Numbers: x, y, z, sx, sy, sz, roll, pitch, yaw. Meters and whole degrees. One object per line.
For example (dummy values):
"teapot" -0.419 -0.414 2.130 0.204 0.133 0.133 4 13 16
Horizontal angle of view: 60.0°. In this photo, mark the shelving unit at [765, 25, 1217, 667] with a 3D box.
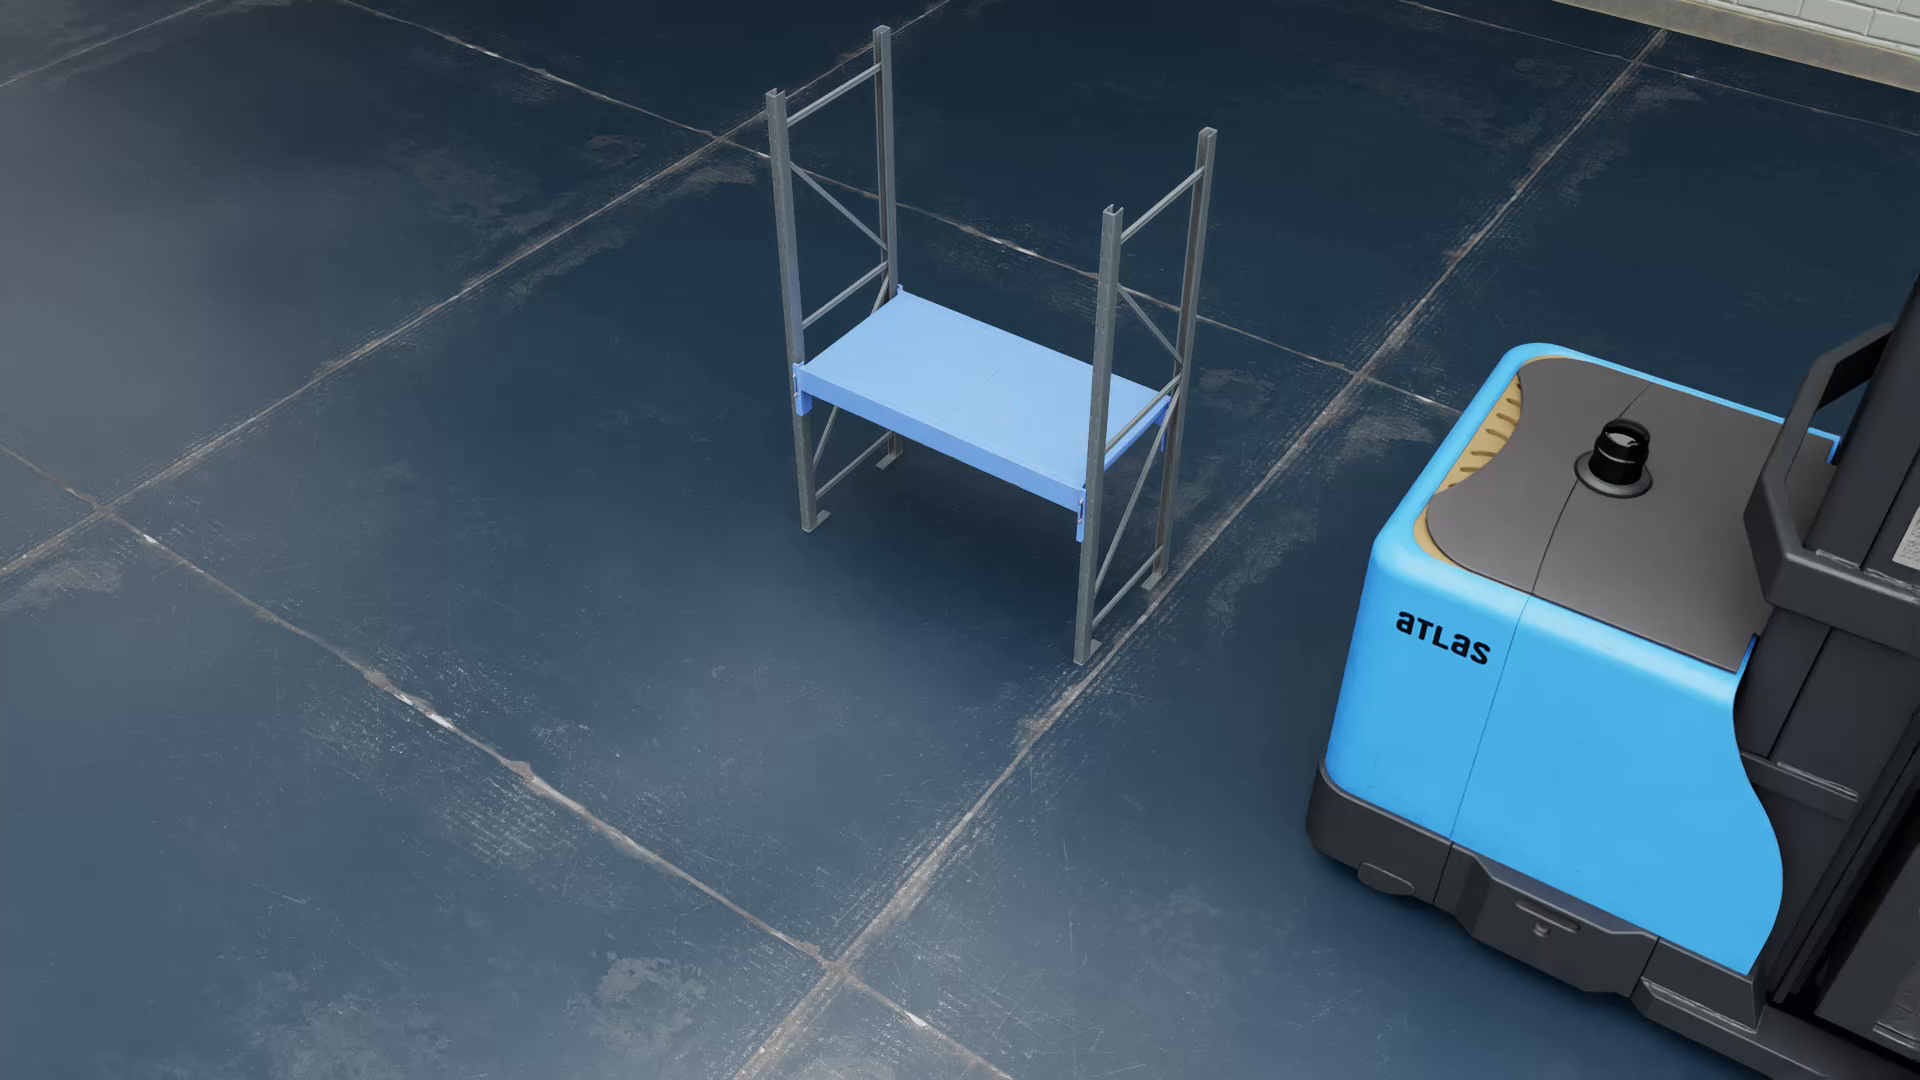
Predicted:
"shelving unit" 0.070 -0.526 4.713 1.048 1.500 0.538 25 48 25

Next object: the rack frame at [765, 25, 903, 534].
"rack frame" -0.346 -0.721 4.931 0.032 1.500 0.500 25 48 25

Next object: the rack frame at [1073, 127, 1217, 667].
"rack frame" 0.486 -0.332 4.496 0.032 1.500 0.500 25 48 25

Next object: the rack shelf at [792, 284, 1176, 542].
"rack shelf" 0.070 -0.392 4.833 1.000 0.185 0.538 25 48 25

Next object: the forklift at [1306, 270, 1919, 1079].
"forklift" 2.410 -0.010 3.063 3.031 2.935 1.130 24 47 24
